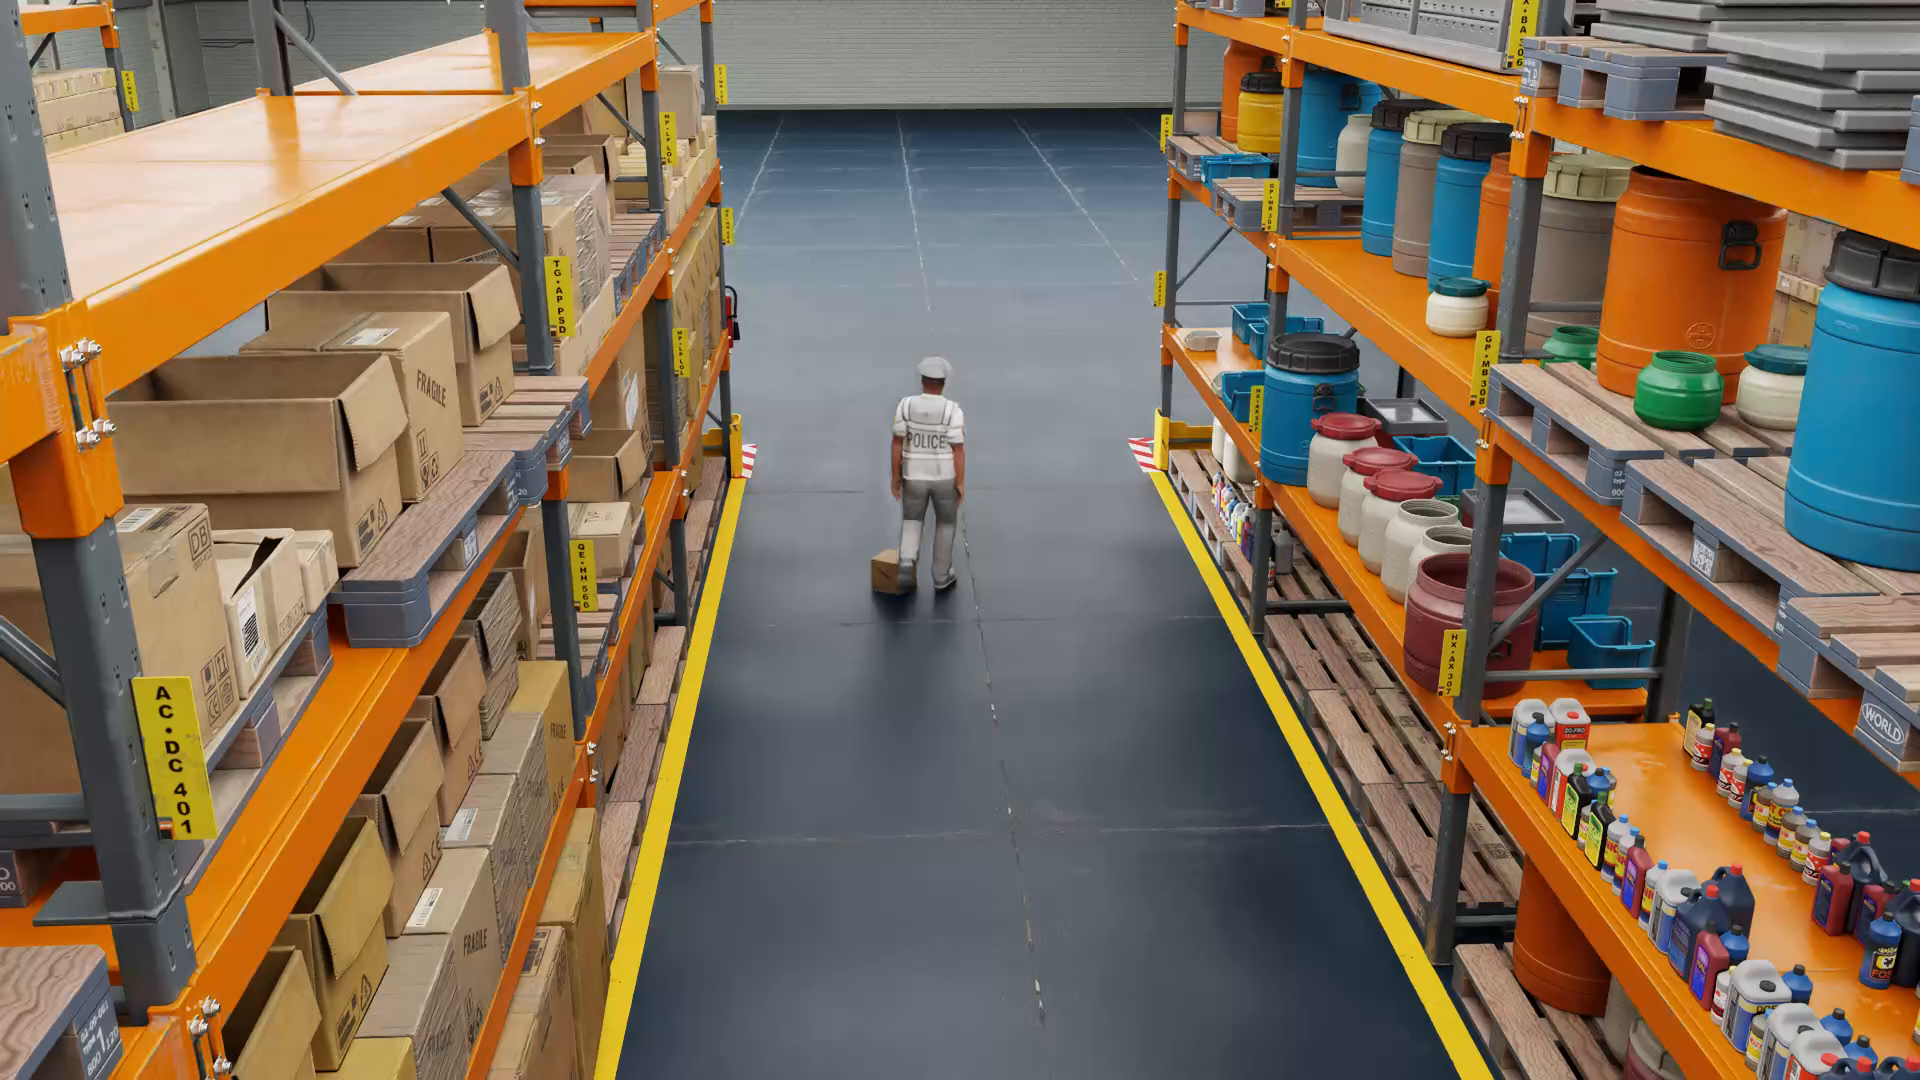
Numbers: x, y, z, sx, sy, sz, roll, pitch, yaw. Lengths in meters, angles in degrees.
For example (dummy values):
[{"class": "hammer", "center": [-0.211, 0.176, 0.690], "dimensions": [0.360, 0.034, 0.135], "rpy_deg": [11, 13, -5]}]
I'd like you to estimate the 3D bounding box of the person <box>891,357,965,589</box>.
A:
[{"class": "person", "center": [-0.247, -0.451, 12.217], "dimensions": [0.554, 1.753, 0.643], "rpy_deg": [4, 21, 11]}]
